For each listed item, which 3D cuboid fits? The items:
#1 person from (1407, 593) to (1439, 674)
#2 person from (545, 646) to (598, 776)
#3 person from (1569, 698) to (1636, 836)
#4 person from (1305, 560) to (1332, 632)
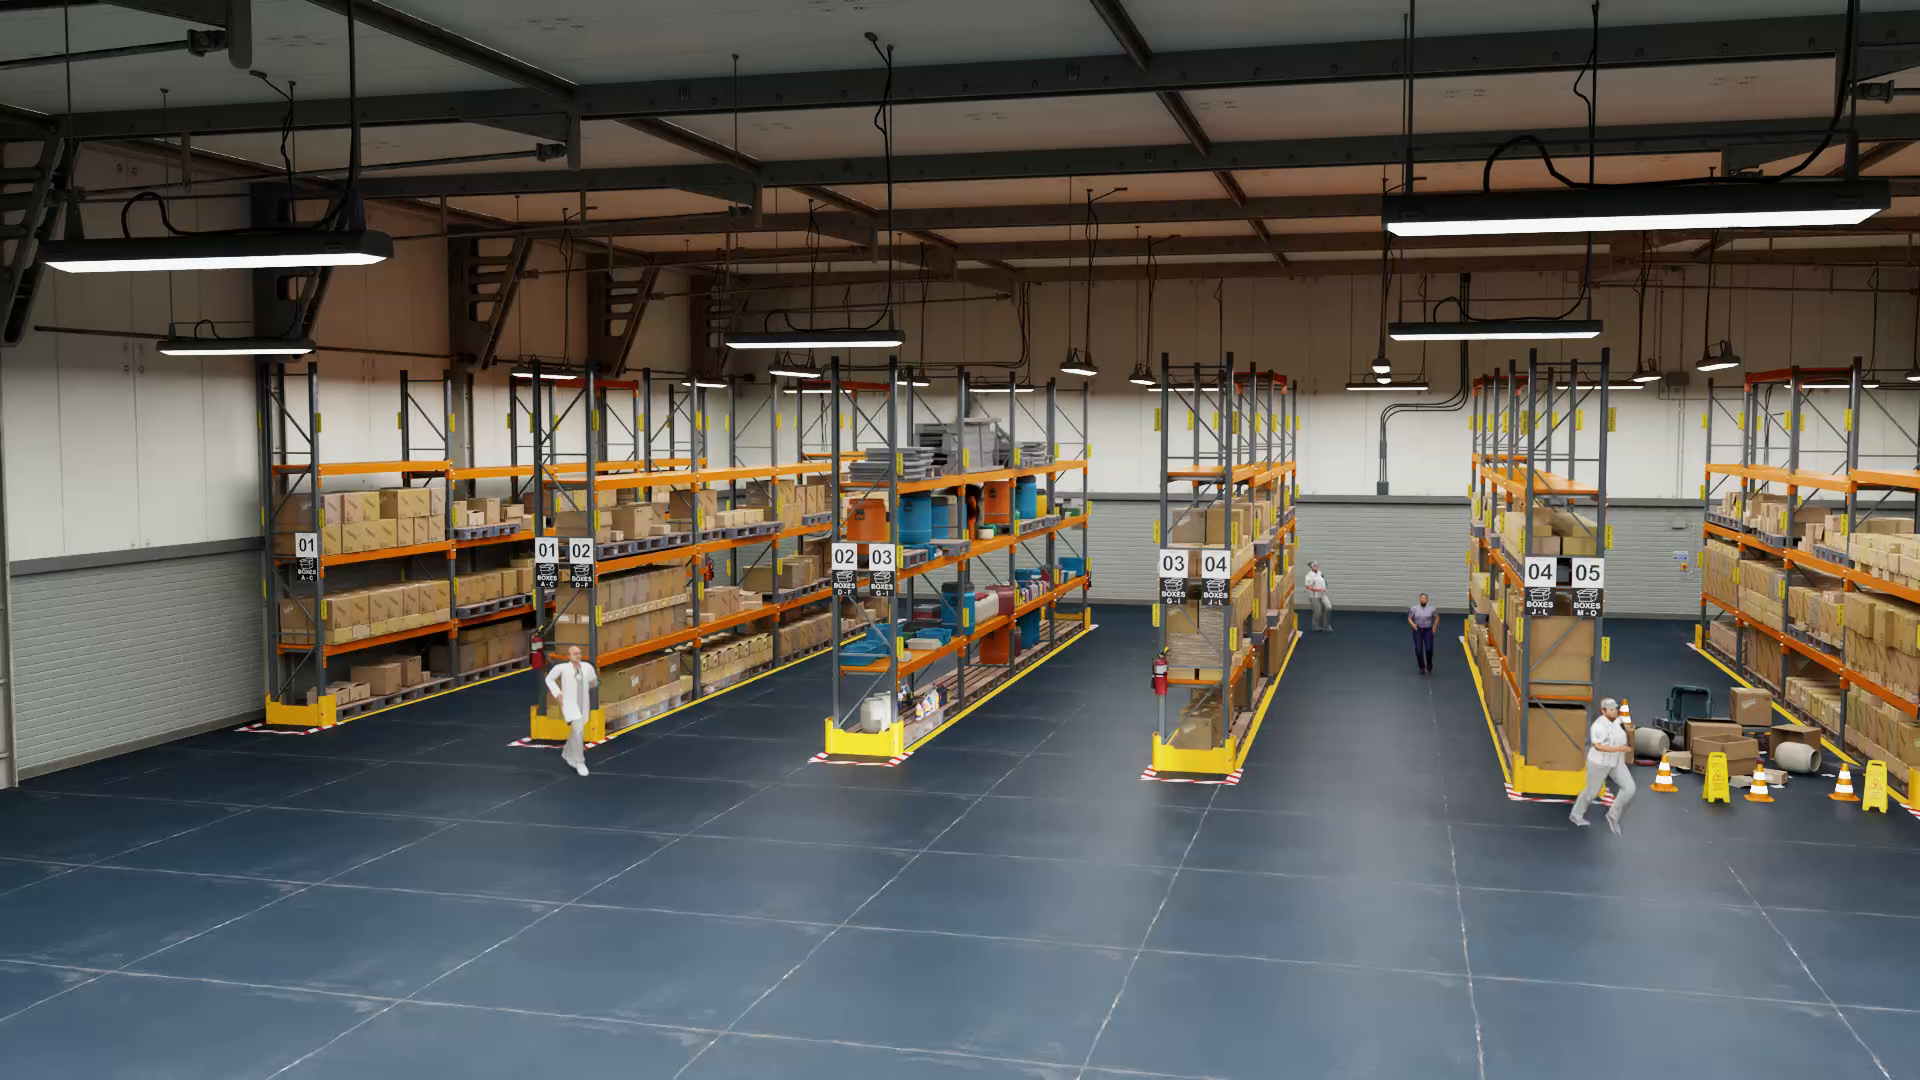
[{"bbox_3d":[9.237,1.867,33.190,0.609,1.613,0.536,1,4,17],"label":"person"},{"bbox_3d":[-5.530,2.415,23.861,0.679,1.814,0.879,-4,5,-42],"label":"person"},{"bbox_3d":[7.886,2.752,20.276,0.612,1.682,0.847,-2,4,-26],"label":"person"},{"bbox_3d":[8.535,1.336,39.702,0.668,1.721,0.657,-2,5,-28],"label":"person"}]
